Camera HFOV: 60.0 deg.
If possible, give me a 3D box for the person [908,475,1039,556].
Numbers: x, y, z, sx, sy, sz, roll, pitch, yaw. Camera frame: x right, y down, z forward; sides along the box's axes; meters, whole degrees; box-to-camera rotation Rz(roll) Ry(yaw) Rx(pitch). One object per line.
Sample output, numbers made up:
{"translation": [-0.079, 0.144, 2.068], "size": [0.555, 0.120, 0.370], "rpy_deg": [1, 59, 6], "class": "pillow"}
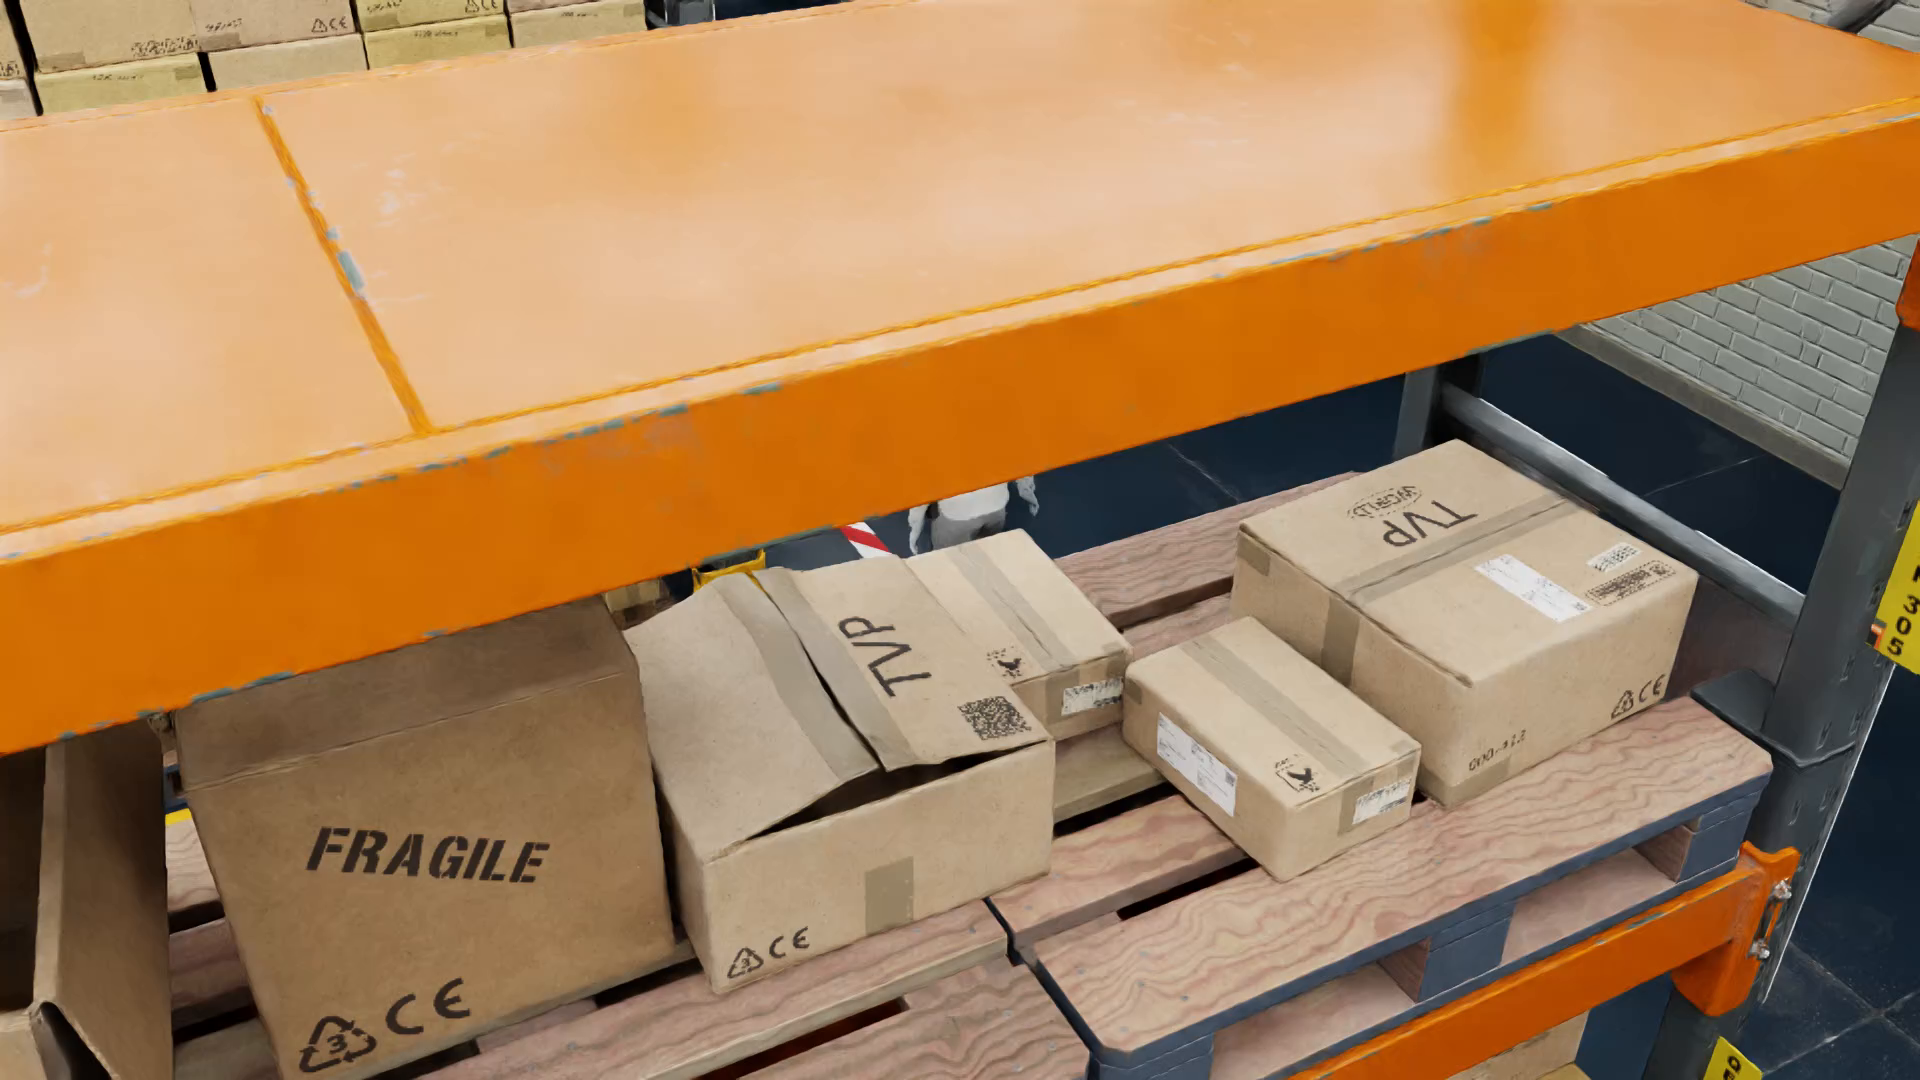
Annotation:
{"translation": [0.050, -0.139, 7.322], "size": [0.676, 1.664, 0.608], "rpy_deg": [-20, 38, -27], "class": "person"}
